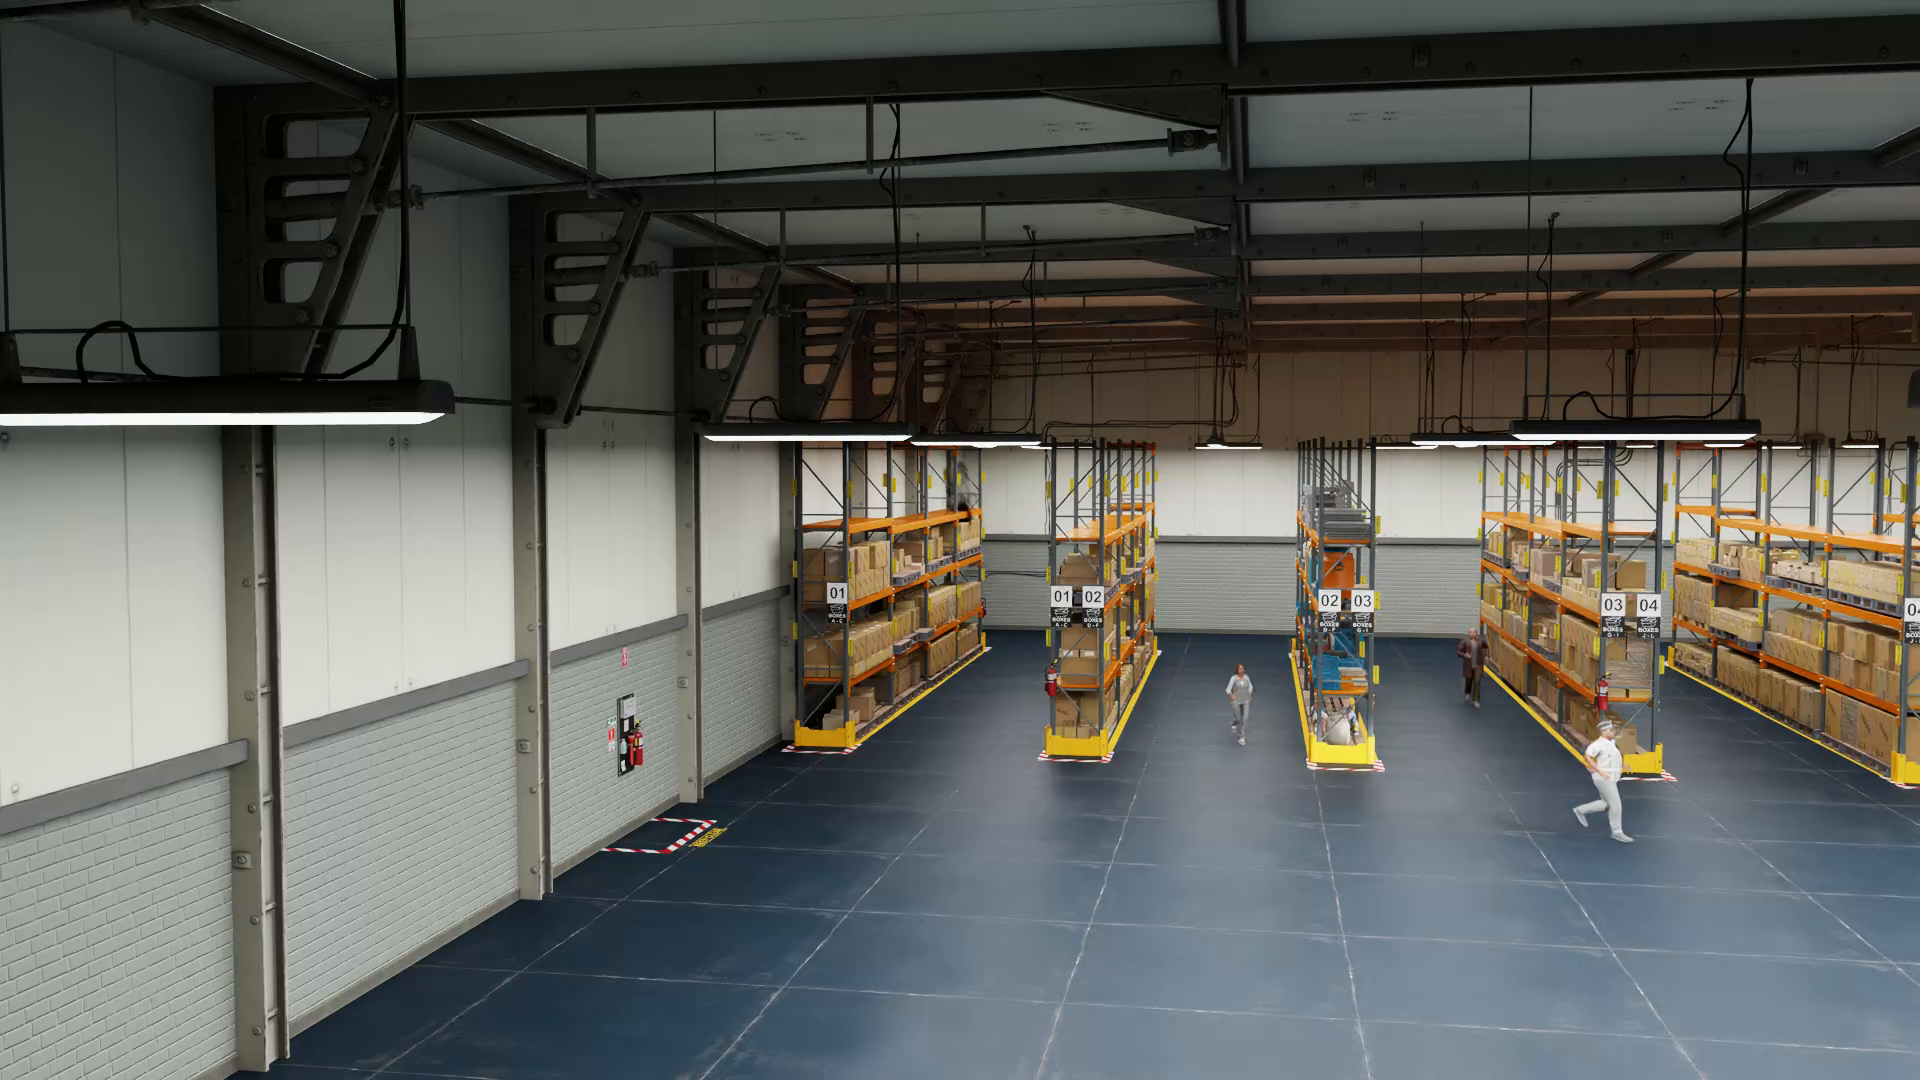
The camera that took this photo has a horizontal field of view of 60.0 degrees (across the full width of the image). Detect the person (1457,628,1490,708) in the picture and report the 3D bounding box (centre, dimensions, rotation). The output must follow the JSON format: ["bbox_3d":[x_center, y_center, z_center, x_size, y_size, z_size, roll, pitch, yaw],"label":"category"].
[{"bbox_3d":[11.523,2.836,37.320,0.723,1.736,1.153,1,3,14],"label":"person"}]

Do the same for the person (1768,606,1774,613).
[{"bbox_3d":[21.214,2.574,43.529,0.582,1.690,0.666,0,3,-7],"label":"person"}]

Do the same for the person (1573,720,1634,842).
[{"bbox_3d":[9.539,3.548,24.650,0.903,1.780,0.663,2,4,36],"label":"person"}]

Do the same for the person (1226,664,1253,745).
[{"bbox_3d":[5.518,3.214,32.777,0.542,1.574,0.694,0,3,-5],"label":"person"}]
